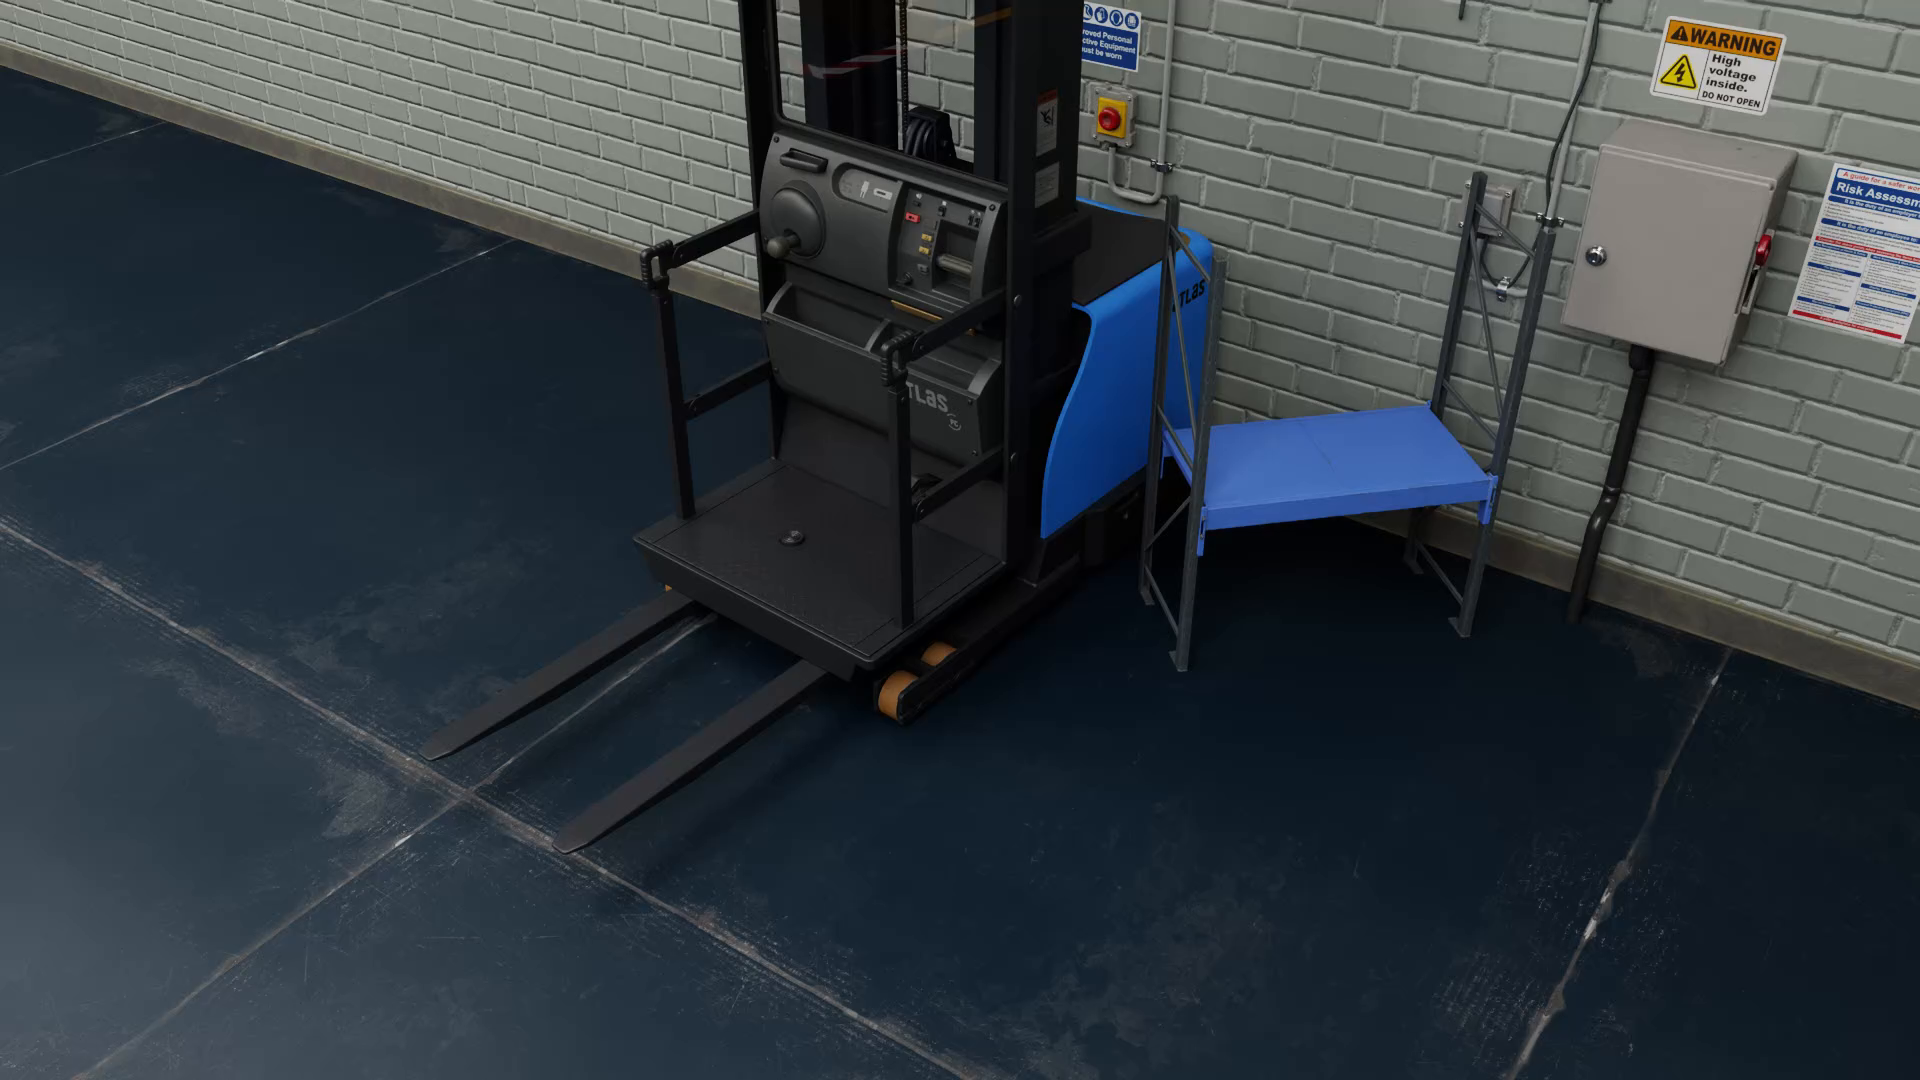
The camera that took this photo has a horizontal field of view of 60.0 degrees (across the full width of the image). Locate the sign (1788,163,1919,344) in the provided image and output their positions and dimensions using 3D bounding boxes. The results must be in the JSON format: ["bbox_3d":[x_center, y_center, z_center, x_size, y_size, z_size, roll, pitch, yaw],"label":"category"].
[{"bbox_3d":[2.681,-0.842,4.903,0.329,0.494,0.001,21,39,28],"label":"sign"}]

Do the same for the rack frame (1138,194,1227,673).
[{"bbox_3d":[0.702,-0.313,5.374,0.032,1.500,0.500,-6,35,-9],"label":"rack frame"}]

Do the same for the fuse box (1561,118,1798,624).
[{"bbox_3d":[2.158,-0.411,5.330,0.539,1.711,0.414,21,39,28],"label":"fuse box"}]

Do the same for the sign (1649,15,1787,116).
[{"bbox_3d":[2.230,-1.399,4.904,0.339,0.242,0.001,21,39,28],"label":"sign"}]

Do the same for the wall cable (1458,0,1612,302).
[{"bbox_3d":[1.687,-1.656,5.114,0.588,1.984,0.122,21,39,28],"label":"wall cable"}]

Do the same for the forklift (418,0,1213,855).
[{"bbox_3d":[-0.394,-0.942,5.026,1.130,2.935,3.031,24,41,31],"label":"forklift"}]

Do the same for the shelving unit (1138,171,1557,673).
[{"bbox_3d":[1.202,-0.367,5.453,1.048,1.500,0.538,-6,35,-9],"label":"shelving unit"}]

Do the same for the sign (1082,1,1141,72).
[{"bbox_3d":[0.510,-1.838,6.049,0.327,0.218,0.001,21,39,28],"label":"sign"}]

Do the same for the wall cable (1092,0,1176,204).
[{"bbox_3d":[0.515,-2.116,5.767,0.585,1.953,0.123,21,39,28],"label":"wall cable"}]

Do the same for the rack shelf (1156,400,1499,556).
[{"bbox_3d":[1.202,-0.218,5.554,1.000,0.185,0.538,-6,35,-9],"label":"rack shelf"}]

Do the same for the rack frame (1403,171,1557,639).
[{"bbox_3d":[1.701,-0.420,5.532,0.032,1.500,0.500,-6,35,-9],"label":"rack frame"}]
